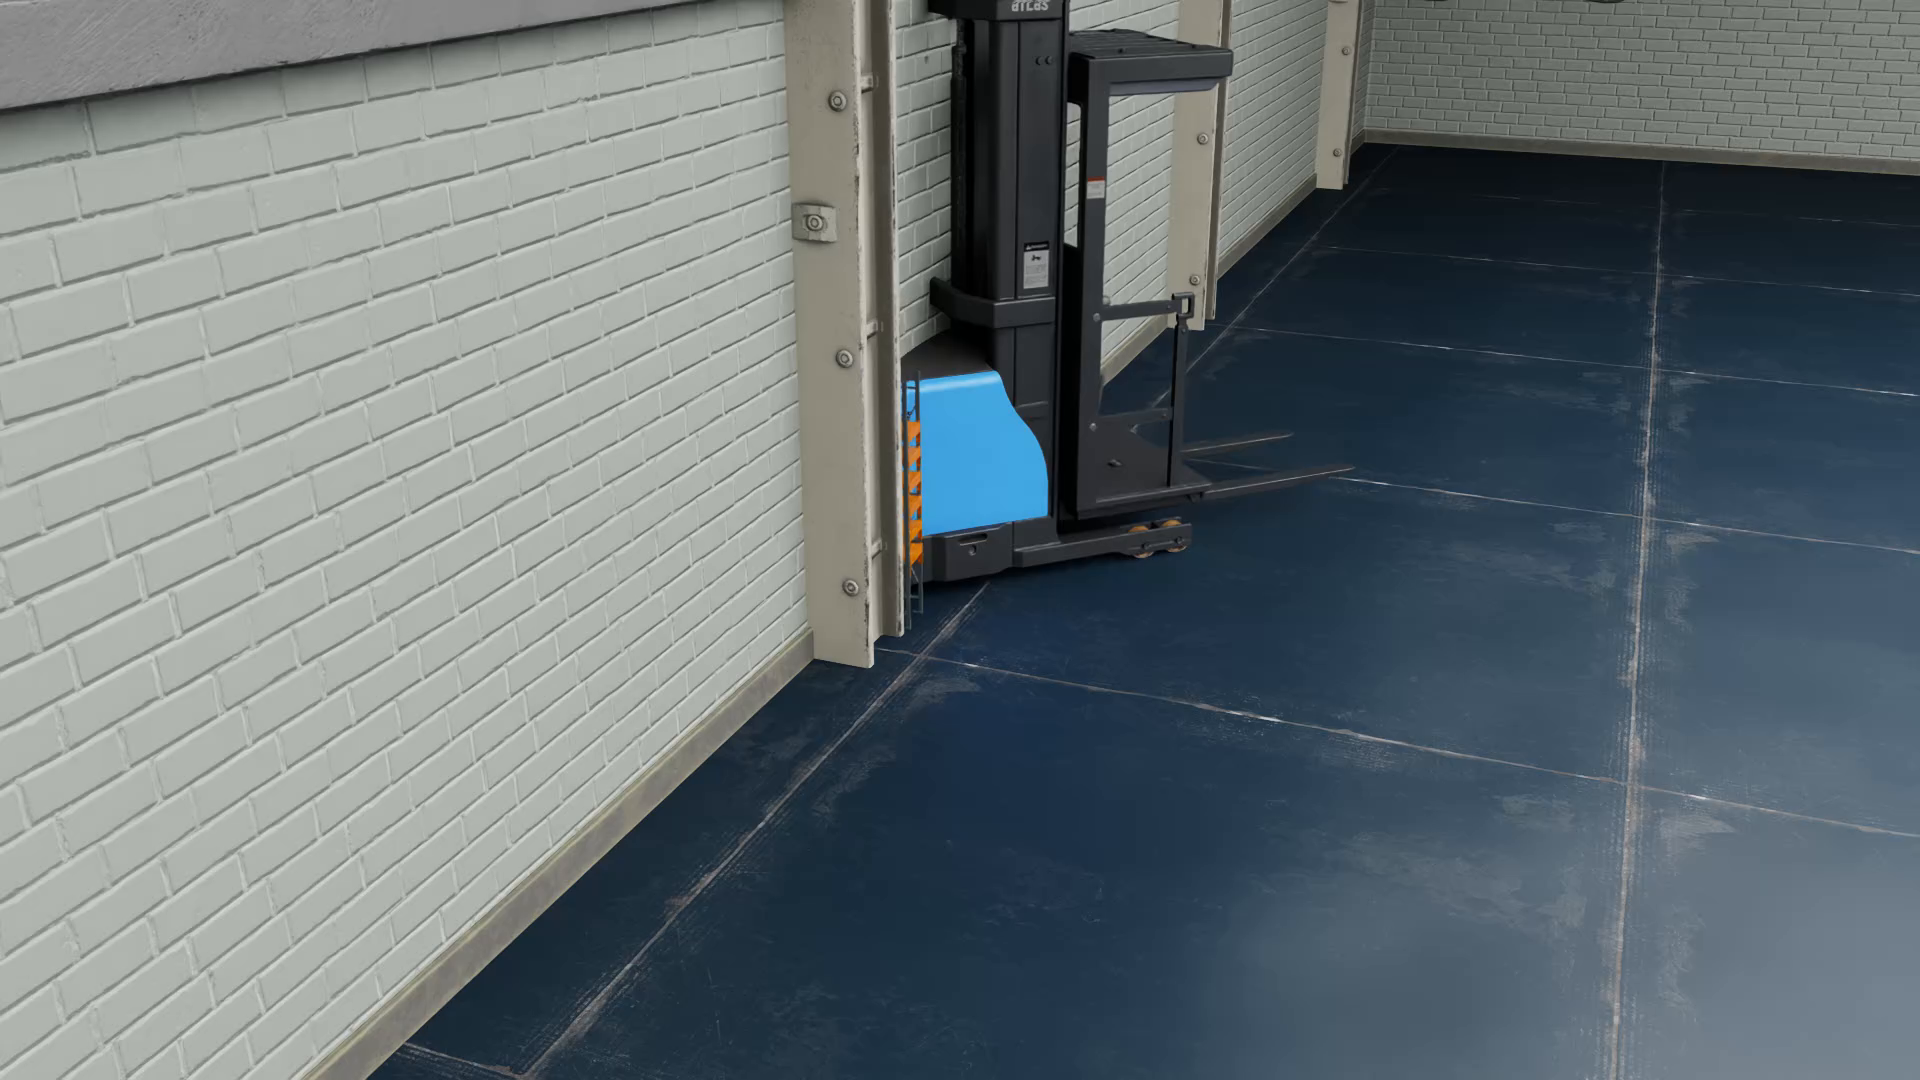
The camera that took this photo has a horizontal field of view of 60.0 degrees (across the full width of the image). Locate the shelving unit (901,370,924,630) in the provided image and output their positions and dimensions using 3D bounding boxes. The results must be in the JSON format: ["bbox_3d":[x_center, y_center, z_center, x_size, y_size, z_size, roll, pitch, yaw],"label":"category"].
[{"bbox_3d":[-0.321,-0.183,7.629,0.258,1.200,0.189,6,24,15],"label":"shelving unit"}]

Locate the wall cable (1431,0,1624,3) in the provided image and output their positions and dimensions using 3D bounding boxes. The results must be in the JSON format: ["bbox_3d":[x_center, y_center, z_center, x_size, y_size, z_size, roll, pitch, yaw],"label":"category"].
[{"bbox_3d":[6.306,-7.401,18.822,3.097,2.526,0.112,9,24,20],"label":"wall cable"}]

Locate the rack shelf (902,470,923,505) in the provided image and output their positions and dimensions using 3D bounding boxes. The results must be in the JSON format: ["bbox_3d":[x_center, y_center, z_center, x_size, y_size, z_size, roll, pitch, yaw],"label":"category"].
[{"bbox_3d":[-0.321,-0.252,7.599,0.258,0.103,0.180,6,24,15],"label":"rack shelf"}]

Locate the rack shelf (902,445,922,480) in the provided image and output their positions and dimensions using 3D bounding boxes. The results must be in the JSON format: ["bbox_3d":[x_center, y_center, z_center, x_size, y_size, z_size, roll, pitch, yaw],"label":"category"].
[{"bbox_3d":[-0.321,-0.363,7.553,0.258,0.103,0.180,6,24,15],"label":"rack shelf"}]

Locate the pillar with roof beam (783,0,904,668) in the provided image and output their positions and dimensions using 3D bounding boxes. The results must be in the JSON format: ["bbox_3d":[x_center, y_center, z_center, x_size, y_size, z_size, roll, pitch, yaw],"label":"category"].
[{"bbox_3d":[3.524,-3.058,4.397,9.100,9.000,0.400,9,24,20],"label":"pillar with roof beam"}]

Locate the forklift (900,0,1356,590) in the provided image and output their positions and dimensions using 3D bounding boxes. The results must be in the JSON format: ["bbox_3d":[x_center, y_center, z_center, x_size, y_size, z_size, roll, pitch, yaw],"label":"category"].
[{"bbox_3d":[0.651,-1.434,8.381,3.031,2.935,1.130,-9,24,-21],"label":"forklift"}]

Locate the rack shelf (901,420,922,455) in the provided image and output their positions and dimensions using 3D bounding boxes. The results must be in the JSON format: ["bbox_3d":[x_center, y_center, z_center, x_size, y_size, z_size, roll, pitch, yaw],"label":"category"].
[{"bbox_3d":[-0.322,-0.474,7.507,0.258,0.103,0.180,6,24,15],"label":"rack shelf"}]

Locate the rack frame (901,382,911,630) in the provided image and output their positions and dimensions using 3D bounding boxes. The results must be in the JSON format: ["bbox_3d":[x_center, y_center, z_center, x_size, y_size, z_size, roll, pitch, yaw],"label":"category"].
[{"bbox_3d":[-0.346,-0.149,7.548,0.240,1.200,0.006,6,24,15],"label":"rack frame"}]

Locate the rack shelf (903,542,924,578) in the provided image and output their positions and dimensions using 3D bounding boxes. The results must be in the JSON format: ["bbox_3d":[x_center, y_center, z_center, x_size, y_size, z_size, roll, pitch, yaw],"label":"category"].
[{"bbox_3d":[-0.319,0.079,7.739,0.258,0.103,0.180,6,24,15],"label":"rack shelf"}]

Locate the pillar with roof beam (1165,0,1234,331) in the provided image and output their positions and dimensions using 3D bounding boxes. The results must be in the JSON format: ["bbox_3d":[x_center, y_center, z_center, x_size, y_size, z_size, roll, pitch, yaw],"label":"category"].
[{"bbox_3d":[5.753,-5.206,9.537,9.100,9.000,0.400,9,24,20],"label":"pillar with roof beam"}]

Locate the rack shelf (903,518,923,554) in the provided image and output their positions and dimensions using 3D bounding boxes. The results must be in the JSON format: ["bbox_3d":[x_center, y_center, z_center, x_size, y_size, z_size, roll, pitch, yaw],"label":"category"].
[{"bbox_3d":[-0.320,-0.031,7.692,0.258,0.103,0.180,6,24,15],"label":"rack shelf"}]

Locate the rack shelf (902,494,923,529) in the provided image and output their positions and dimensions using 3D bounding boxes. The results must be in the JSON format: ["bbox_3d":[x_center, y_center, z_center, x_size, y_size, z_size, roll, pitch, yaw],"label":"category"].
[{"bbox_3d":[-0.320,-0.142,7.646,0.258,0.103,0.180,6,24,15],"label":"rack shelf"}]

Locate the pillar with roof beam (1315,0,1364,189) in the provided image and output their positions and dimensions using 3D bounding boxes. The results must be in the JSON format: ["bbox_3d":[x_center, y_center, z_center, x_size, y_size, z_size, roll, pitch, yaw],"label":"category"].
[{"bbox_3d":[7.981,-7.353,14.677,9.100,9.000,0.400,9,24,20],"label":"pillar with roof beam"}]

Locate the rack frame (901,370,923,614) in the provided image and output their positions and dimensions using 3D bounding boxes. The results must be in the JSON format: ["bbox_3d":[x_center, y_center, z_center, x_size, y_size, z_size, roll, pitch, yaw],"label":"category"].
[{"bbox_3d":[-0.295,-0.217,7.710,0.240,1.200,0.006,6,24,15],"label":"rack frame"}]
